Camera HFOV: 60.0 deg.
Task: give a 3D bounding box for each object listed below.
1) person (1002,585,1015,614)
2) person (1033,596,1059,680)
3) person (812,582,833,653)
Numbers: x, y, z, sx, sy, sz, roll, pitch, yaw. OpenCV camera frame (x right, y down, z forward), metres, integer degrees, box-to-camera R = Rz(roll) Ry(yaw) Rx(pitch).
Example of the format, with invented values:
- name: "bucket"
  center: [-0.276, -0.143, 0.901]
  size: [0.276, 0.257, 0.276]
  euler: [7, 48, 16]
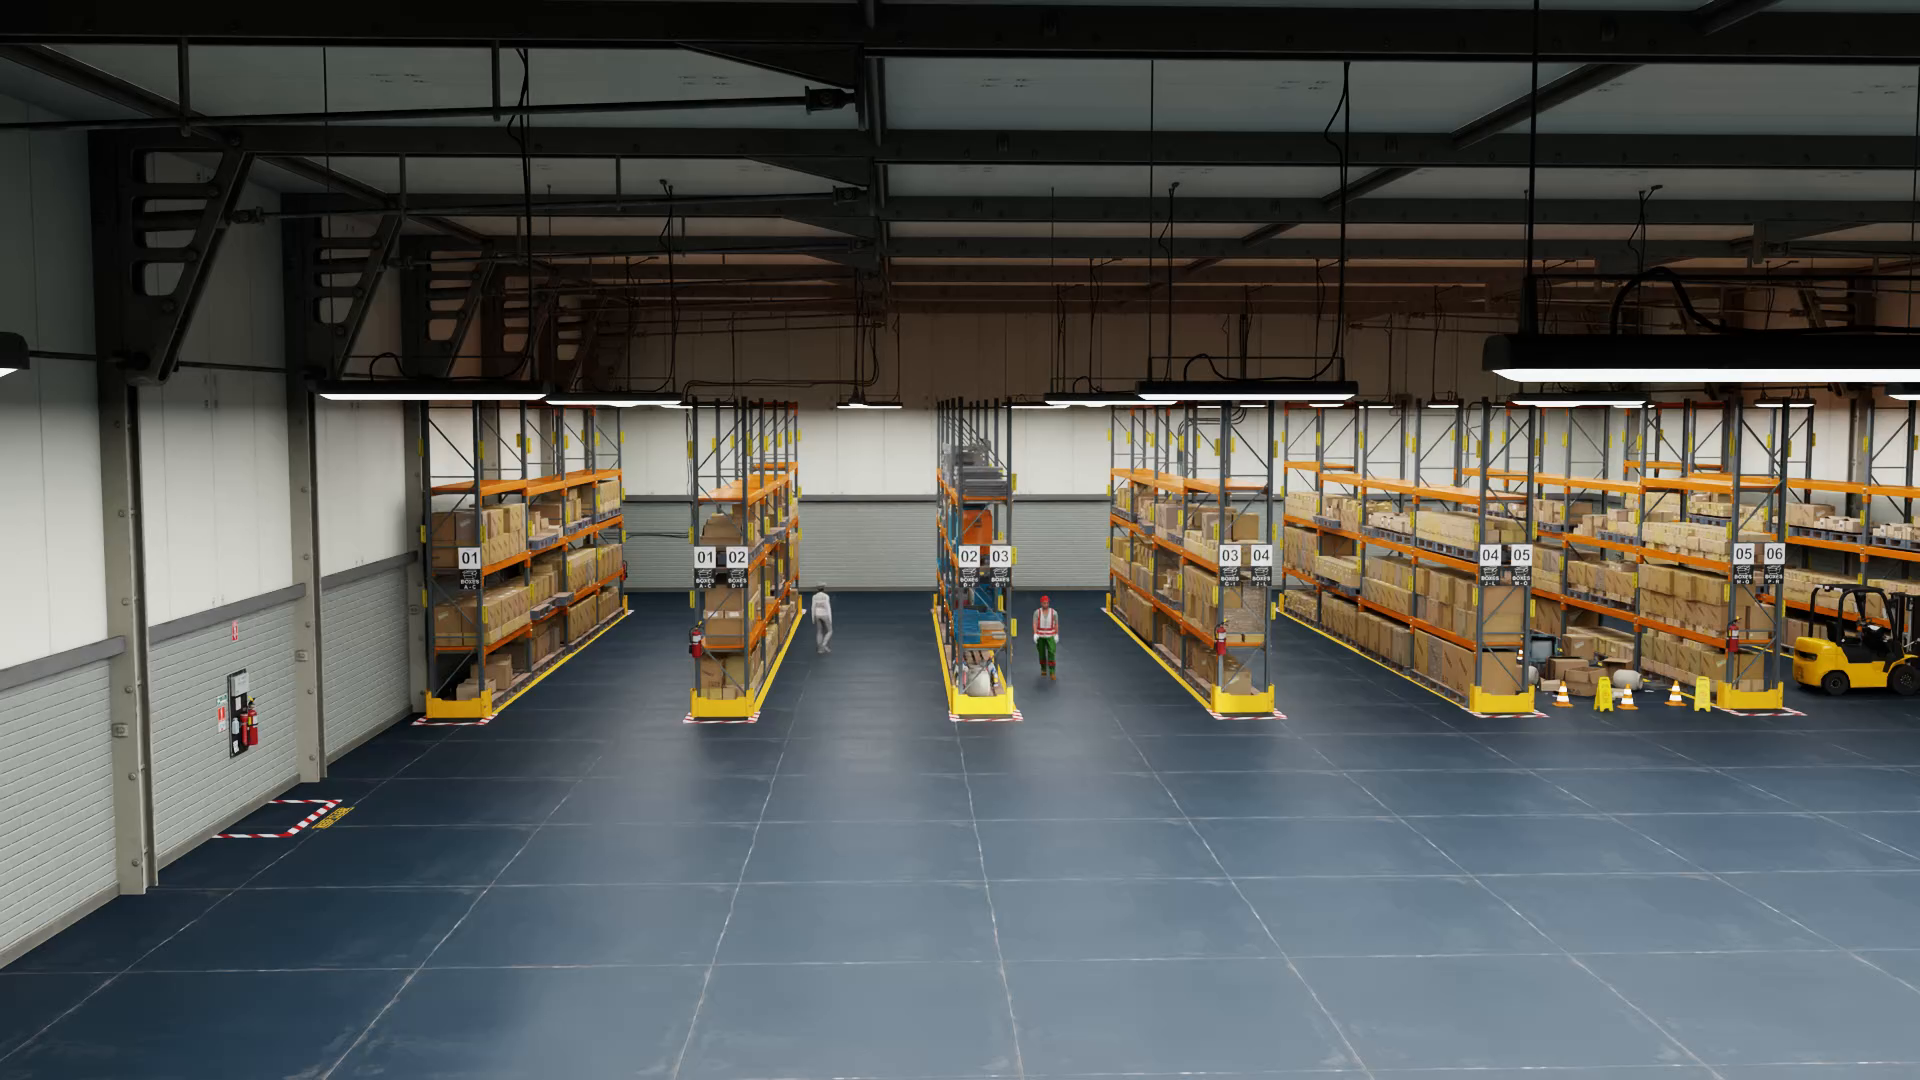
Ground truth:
- name: "person"
  center: [1.232, 1.213, 46.871]
  size: [0.561, 1.780, 0.626]
  euler: [-1, 5, -13]
- name: "person"
  center: [1.832, 2.070, 35.582]
  size: [0.547, 1.744, 0.920]
  euler: [1, 4, 7]
- name: "person"
  center: [-3.293, 1.846, 39.411]
  size: [0.515, 1.676, 0.458]
  euler: [2, 5, 23]
